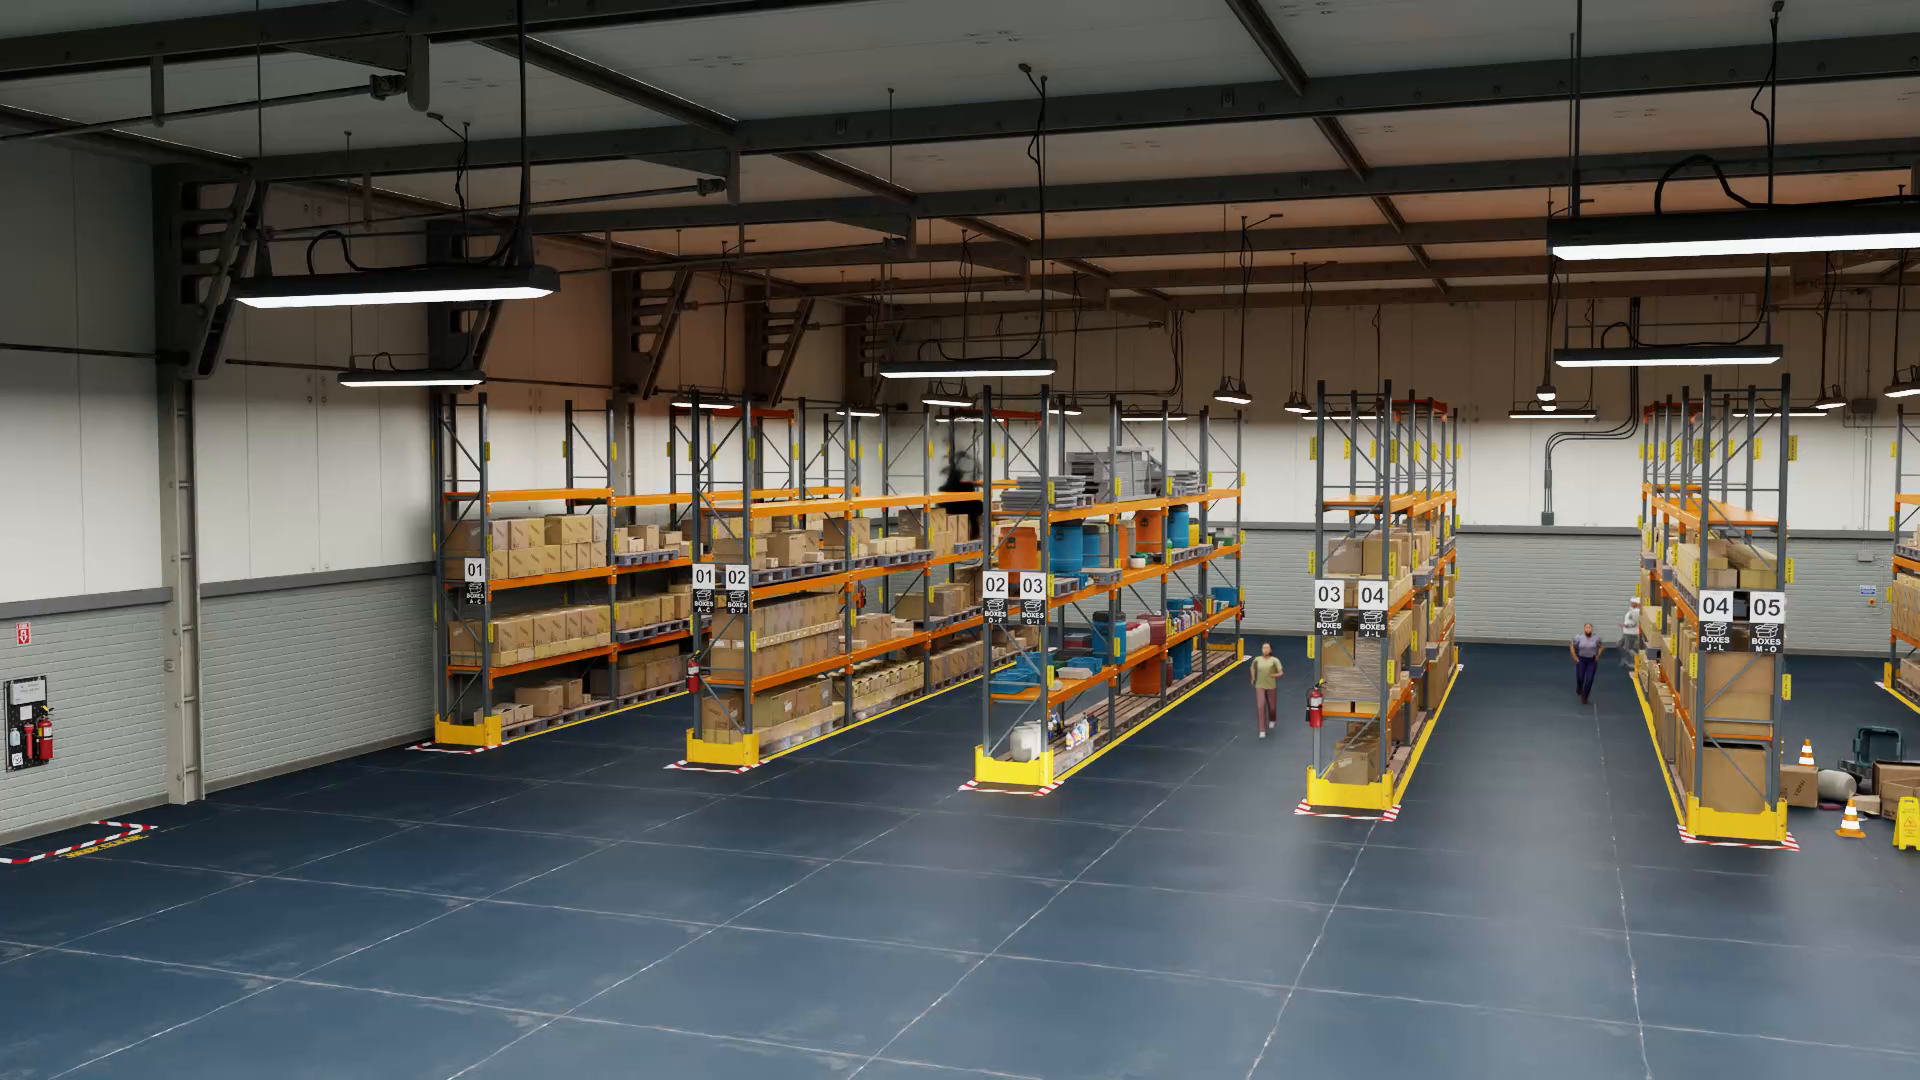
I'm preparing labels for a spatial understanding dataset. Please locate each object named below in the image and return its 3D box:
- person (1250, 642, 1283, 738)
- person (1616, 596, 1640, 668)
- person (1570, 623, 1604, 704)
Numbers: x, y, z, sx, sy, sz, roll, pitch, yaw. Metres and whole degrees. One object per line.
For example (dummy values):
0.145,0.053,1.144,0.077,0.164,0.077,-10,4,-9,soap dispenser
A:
5.384,2.613,29.248,0.586,1.636,0.914,1,3,16,person
15.375,2.123,38.196,0.569,1.739,0.786,1,3,26,person
12.506,2.454,33.174,0.624,1.600,0.530,1,3,15,person
